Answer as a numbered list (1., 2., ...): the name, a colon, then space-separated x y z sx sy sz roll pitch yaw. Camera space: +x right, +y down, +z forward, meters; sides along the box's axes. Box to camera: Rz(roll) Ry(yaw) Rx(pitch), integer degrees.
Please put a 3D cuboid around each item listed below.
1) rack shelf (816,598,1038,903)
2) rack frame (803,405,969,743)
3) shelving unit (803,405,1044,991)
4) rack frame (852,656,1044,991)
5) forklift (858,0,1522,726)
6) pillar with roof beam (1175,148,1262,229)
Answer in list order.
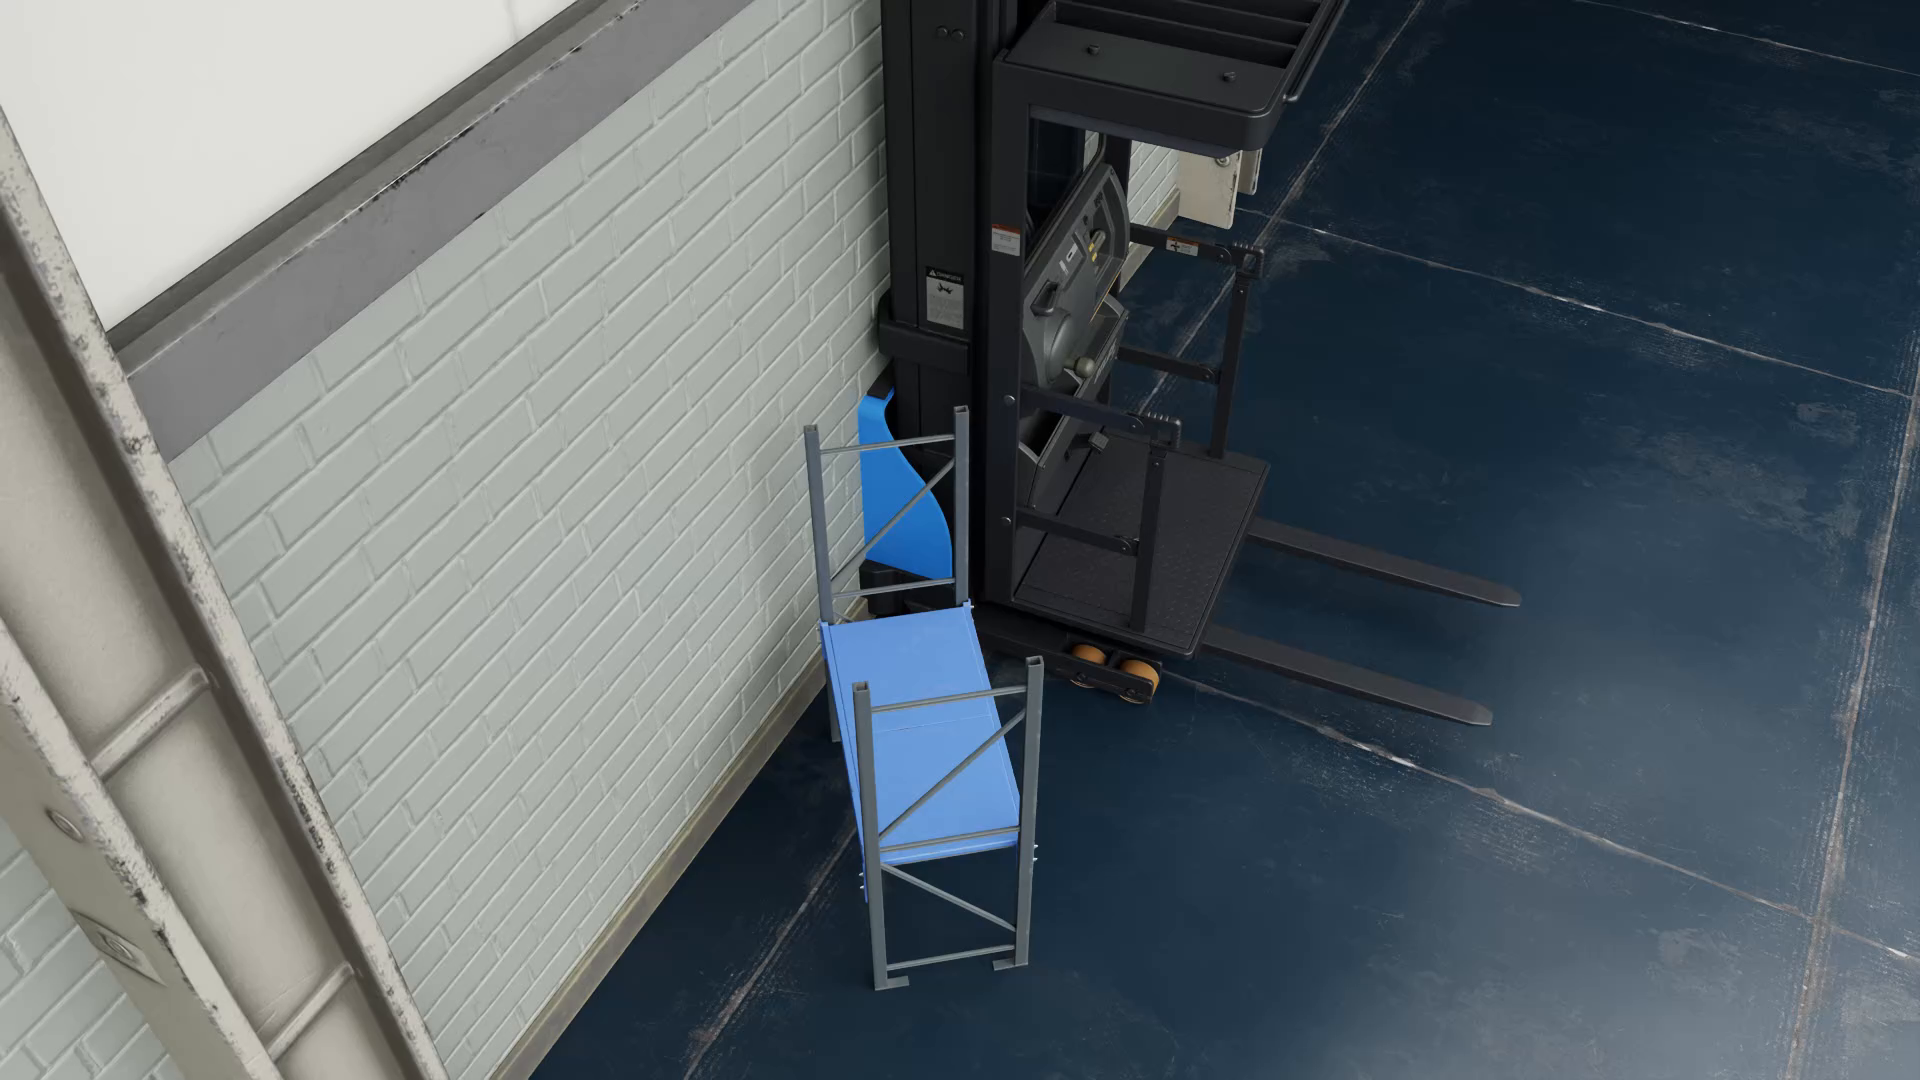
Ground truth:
1. rack shelf: -0.125 0.644 5.312 0.538 0.185 1.000 -8 46 -8
2. rack frame: -0.221 0.163 5.535 0.500 1.500 0.032 -8 46 -8
3. shelving unit: -0.125 0.518 5.184 0.538 1.500 1.048 -8 46 -8
4. rack frame: -0.030 0.873 4.833 0.500 1.500 0.032 -8 46 -8
5. forklift: 0.581 -0.859 5.538 3.031 2.935 1.130 16 48 16
6. pillar with roof beam: 5.105 -3.463 3.846 9.100 9.000 0.400 20 49 19
